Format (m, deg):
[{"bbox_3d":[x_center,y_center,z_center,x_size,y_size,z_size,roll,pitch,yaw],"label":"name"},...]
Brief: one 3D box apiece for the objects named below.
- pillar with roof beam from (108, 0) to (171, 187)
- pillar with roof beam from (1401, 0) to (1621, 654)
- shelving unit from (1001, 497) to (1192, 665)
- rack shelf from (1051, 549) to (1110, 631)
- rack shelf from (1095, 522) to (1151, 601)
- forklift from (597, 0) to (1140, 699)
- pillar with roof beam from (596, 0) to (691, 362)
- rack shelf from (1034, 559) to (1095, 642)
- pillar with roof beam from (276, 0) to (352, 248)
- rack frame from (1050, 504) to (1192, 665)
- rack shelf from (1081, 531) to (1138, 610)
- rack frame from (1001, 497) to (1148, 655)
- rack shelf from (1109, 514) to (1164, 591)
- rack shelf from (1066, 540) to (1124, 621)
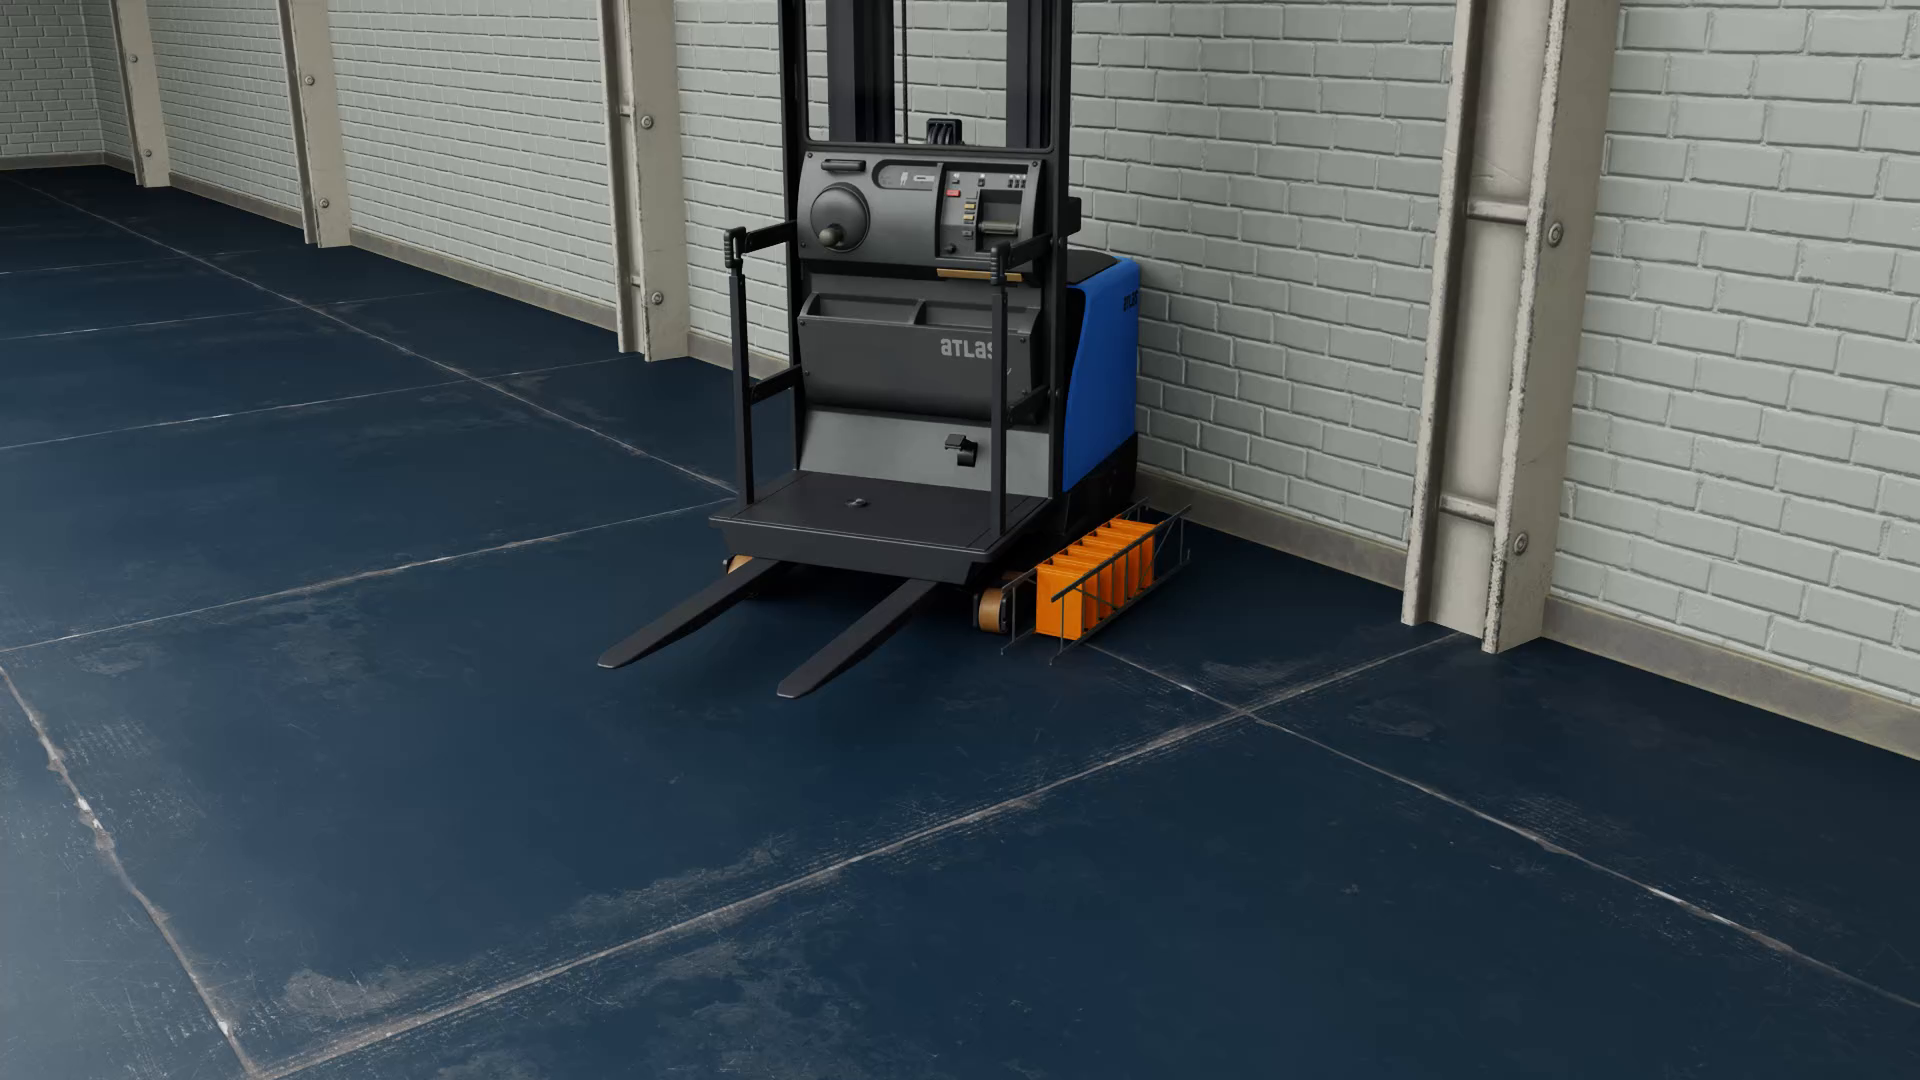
[{"bbox_3d":[-12.726,-7.555,15.364,9.100,9.000,0.400,-14,23,-36],"label":"pillar with roof beam"},{"bbox_3d":[-1.550,-3.120,1.969,9.100,9.000,0.400,-14,23,-36],"label":"pillar with roof beam"},{"bbox_3d":[0.519,0.123,6.022,0.189,0.258,1.200,10,21,28],"label":"shelving unit"},{"bbox_3d":[0.422,0.177,5.861,0.180,0.258,0.103,10,21,28],"label":"rack shelf"},{"bbox_3d":[0.600,0.078,6.158,0.180,0.258,0.103,10,21,28],"label":"rack shelf"},{"bbox_3d":[-0.231,-1.207,5.845,1.130,2.935,3.031,7,20,20],"label":"forklift"},{"bbox_3d":[-5.275,-4.598,6.434,9.100,9.000,0.400,-14,23,-36],"label":"pillar with roof beam"},{"bbox_3d":[0.362,0.209,5.762,0.180,0.258,0.103,10,21,28],"label":"rack shelf"},{"bbox_3d":[-9.001,-6.077,10.899,9.100,9.000,0.400,-14,23,-36],"label":"pillar with roof beam"},{"bbox_3d":[0.598,0.137,5.979,0.006,0.240,1.200,10,21,28],"label":"rack frame"},{"bbox_3d":[0.541,0.111,6.059,0.180,0.258,0.103,10,21,28],"label":"rack shelf"},{"bbox_3d":[0.439,0.109,6.065,0.006,0.240,1.200,10,21,28],"label":"rack frame"},{"bbox_3d":[0.660,0.046,6.257,0.180,0.258,0.103,10,21,28],"label":"rack shelf"},{"bbox_3d":[0.481,0.144,5.960,0.180,0.258,0.103,10,21,28],"label":"rack shelf"}]
